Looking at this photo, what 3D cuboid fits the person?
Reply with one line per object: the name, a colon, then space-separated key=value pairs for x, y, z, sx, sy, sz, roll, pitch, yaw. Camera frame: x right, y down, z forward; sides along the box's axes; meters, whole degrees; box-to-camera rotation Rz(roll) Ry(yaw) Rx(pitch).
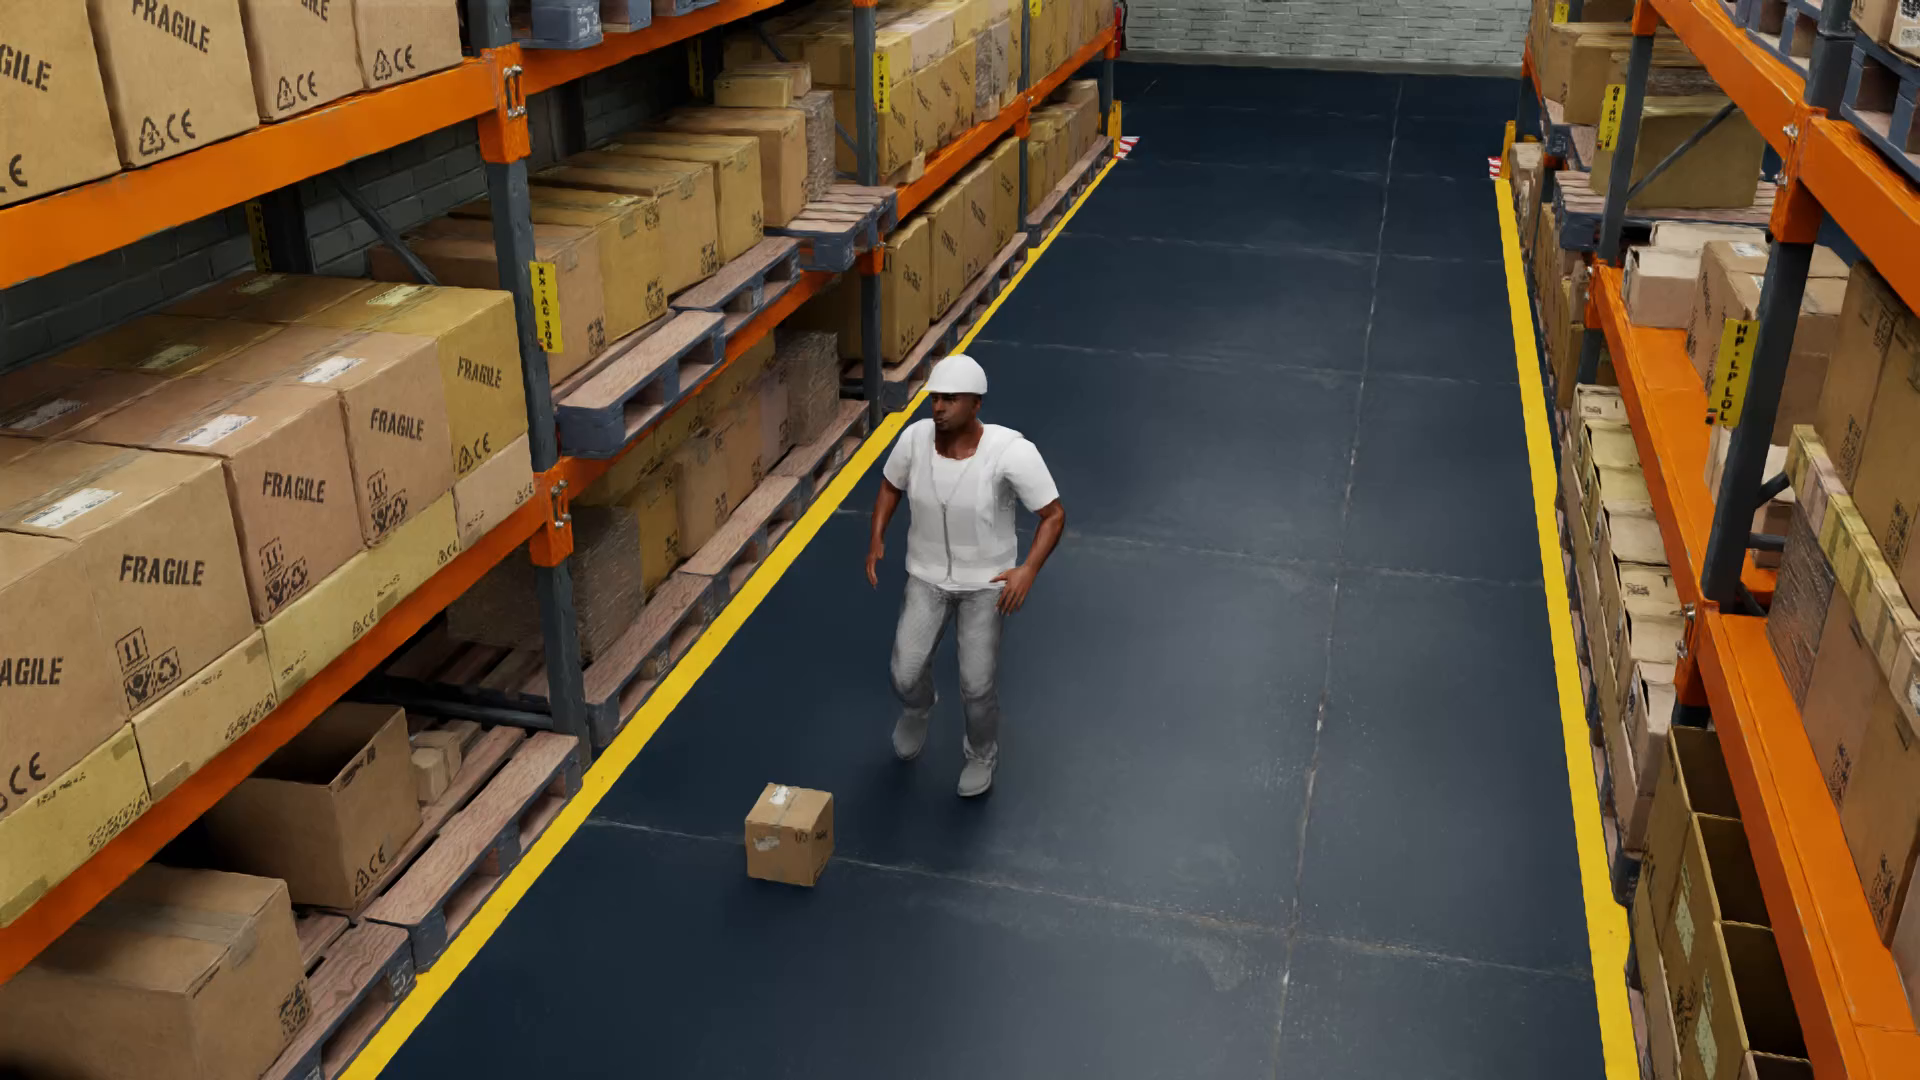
person: x=-0.001 y=0.156 z=6.288 sx=0.766 sy=1.737 sz=0.516 roll=7 pitch=26 yaw=14
